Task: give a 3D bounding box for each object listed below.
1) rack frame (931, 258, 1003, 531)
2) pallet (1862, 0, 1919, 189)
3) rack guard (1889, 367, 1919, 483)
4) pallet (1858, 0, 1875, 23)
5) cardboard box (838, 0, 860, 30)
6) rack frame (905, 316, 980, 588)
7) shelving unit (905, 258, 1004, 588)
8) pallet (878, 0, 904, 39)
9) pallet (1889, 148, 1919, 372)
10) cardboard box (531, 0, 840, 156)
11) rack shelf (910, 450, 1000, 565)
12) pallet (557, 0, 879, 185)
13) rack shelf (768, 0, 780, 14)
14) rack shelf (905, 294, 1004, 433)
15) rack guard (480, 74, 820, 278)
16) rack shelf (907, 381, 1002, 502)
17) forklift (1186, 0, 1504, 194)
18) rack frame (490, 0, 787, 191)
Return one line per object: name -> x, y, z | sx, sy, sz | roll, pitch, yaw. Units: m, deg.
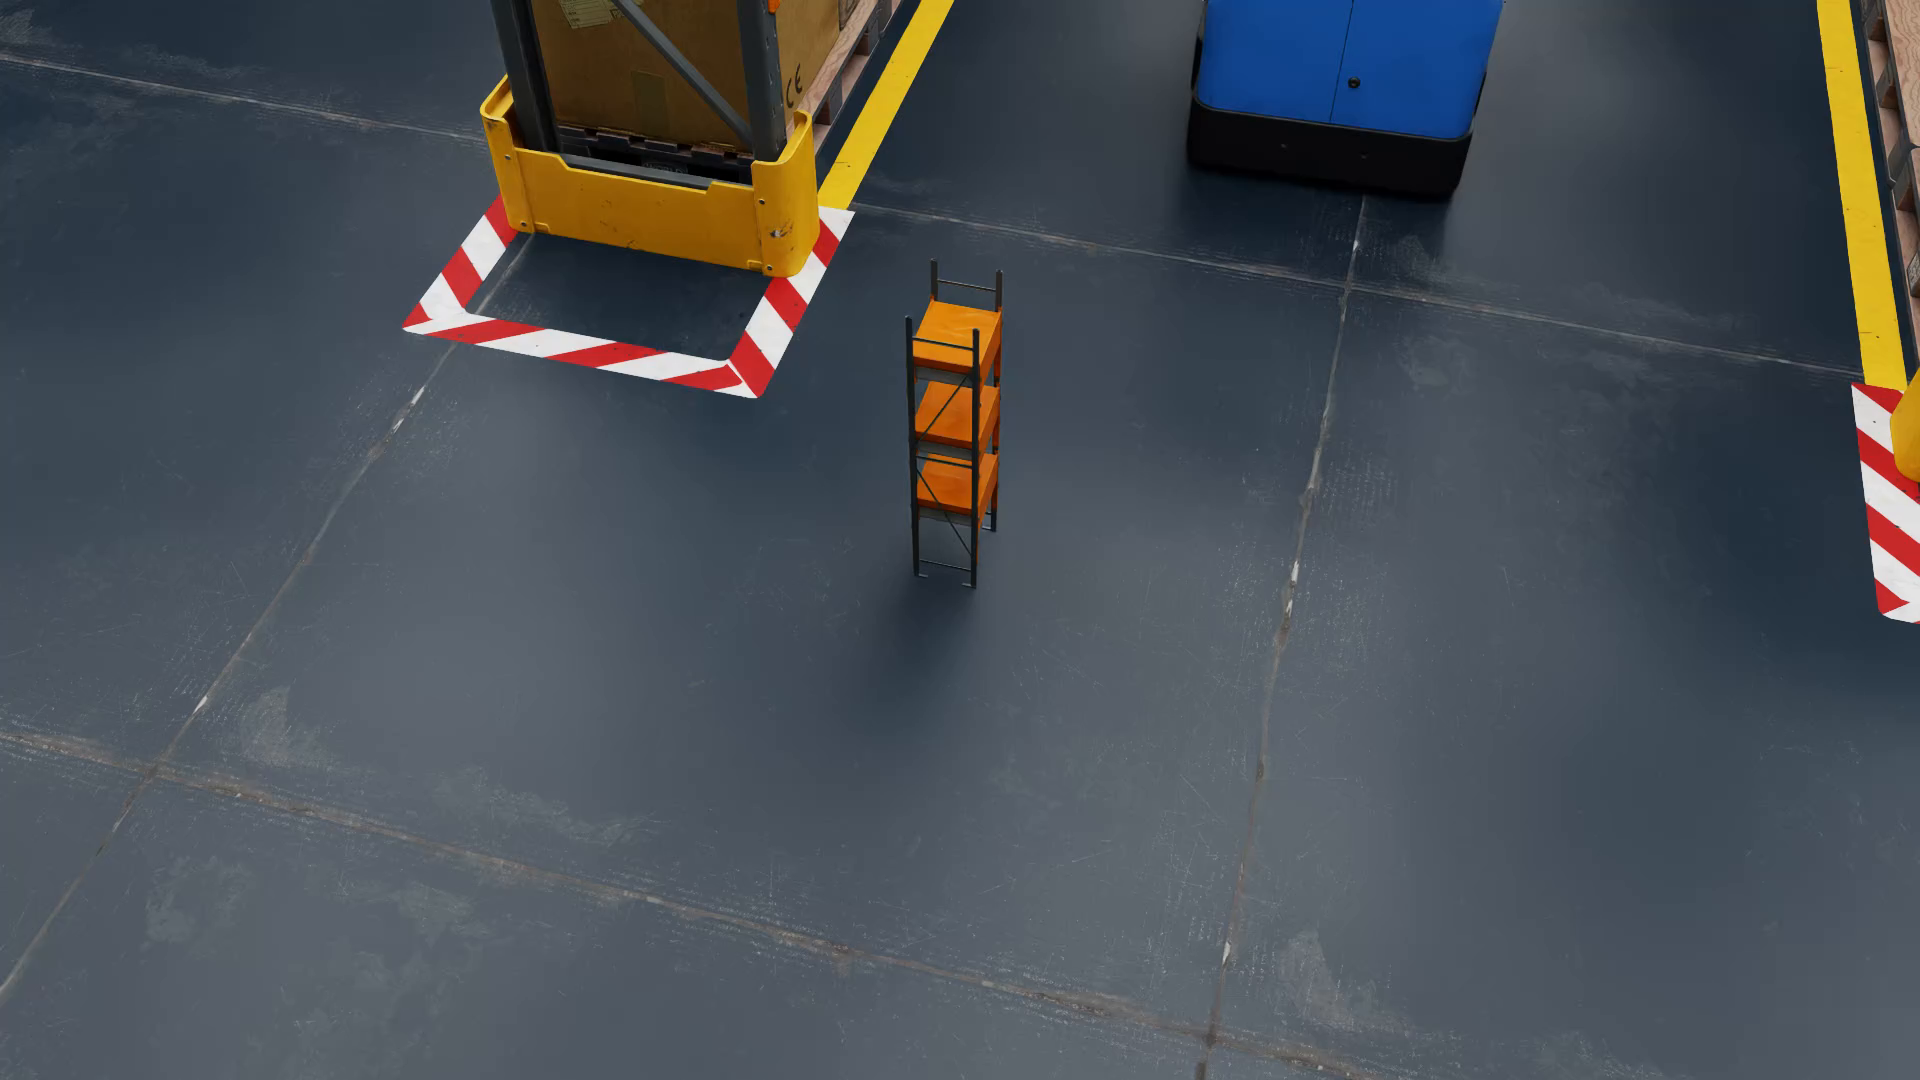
rack frame -> 0.018, -0.397, 4.900 | 0.200, 1.050, 0.008 | 12, 50, 10
pallet -> 4.241, -1.767, 6.669 | 1.003, 0.211, 1.213 | 12, 50, 10
rack guard -> 3.670, -0.374, 5.247 | 1.175, 0.500, 0.348 | 12, 50, 10
pallet -> 4.560, -2.652, 7.450 | 1.003, 0.211, 1.213 | 12, 50, 10
cardboard box -> -0.784, -2.771, 6.832 | 0.875, 0.875, 0.875 | 12, 50, 10
rack frame -> -0.046, -0.220, 4.744 | 0.200, 1.050, 0.008 | 12, 50, 10
shelving unit -> -0.014, -0.309, 4.822 | 0.215, 1.050, 0.252 | 12, 50, 10
pallet -> -0.657, -2.749, 7.536 | 1.003, 0.211, 1.213 | 12, 50, 10
pallet -> 3.918, -0.887, 5.892 | 1.003, 0.211, 1.213 | 12, 50, 10
cardboard box -> -1.024, -2.113, 6.251 | 0.875, 0.875, 0.875 | 12, 50, 10
rack shelf -> -0.014, -0.118, 5.039 | 0.215, 0.259, 0.240 | 12, 50, 10
pallet -> -0.980, -1.869, 6.759 | 1.003, 0.211, 1.213 | 12, 50, 10
rack shelf -> -0.589, -3.407, 6.736 | 1.077, 0.370, 4.000 | 12, 50, 10
rack shelf -> -0.014, -0.489, 4.617 | 0.215, 0.259, 0.240 | 12, 50, 10
rack guard -> -1.121, -1.354, 6.111 | 1.175, 0.500, 0.348 | 12, 50, 10
rack shelf -> -0.014, -0.302, 4.830 | 0.215, 0.259, 0.240 | 12, 50, 10
forklift -> 1.722, -3.413, 6.307 | 1.130, 2.935, 3.031 | 10, 49, 9
rack frame -> -1.115, -2.198, 5.190 | 1.000, 3.000, 0.127 | 12, 50, 10
